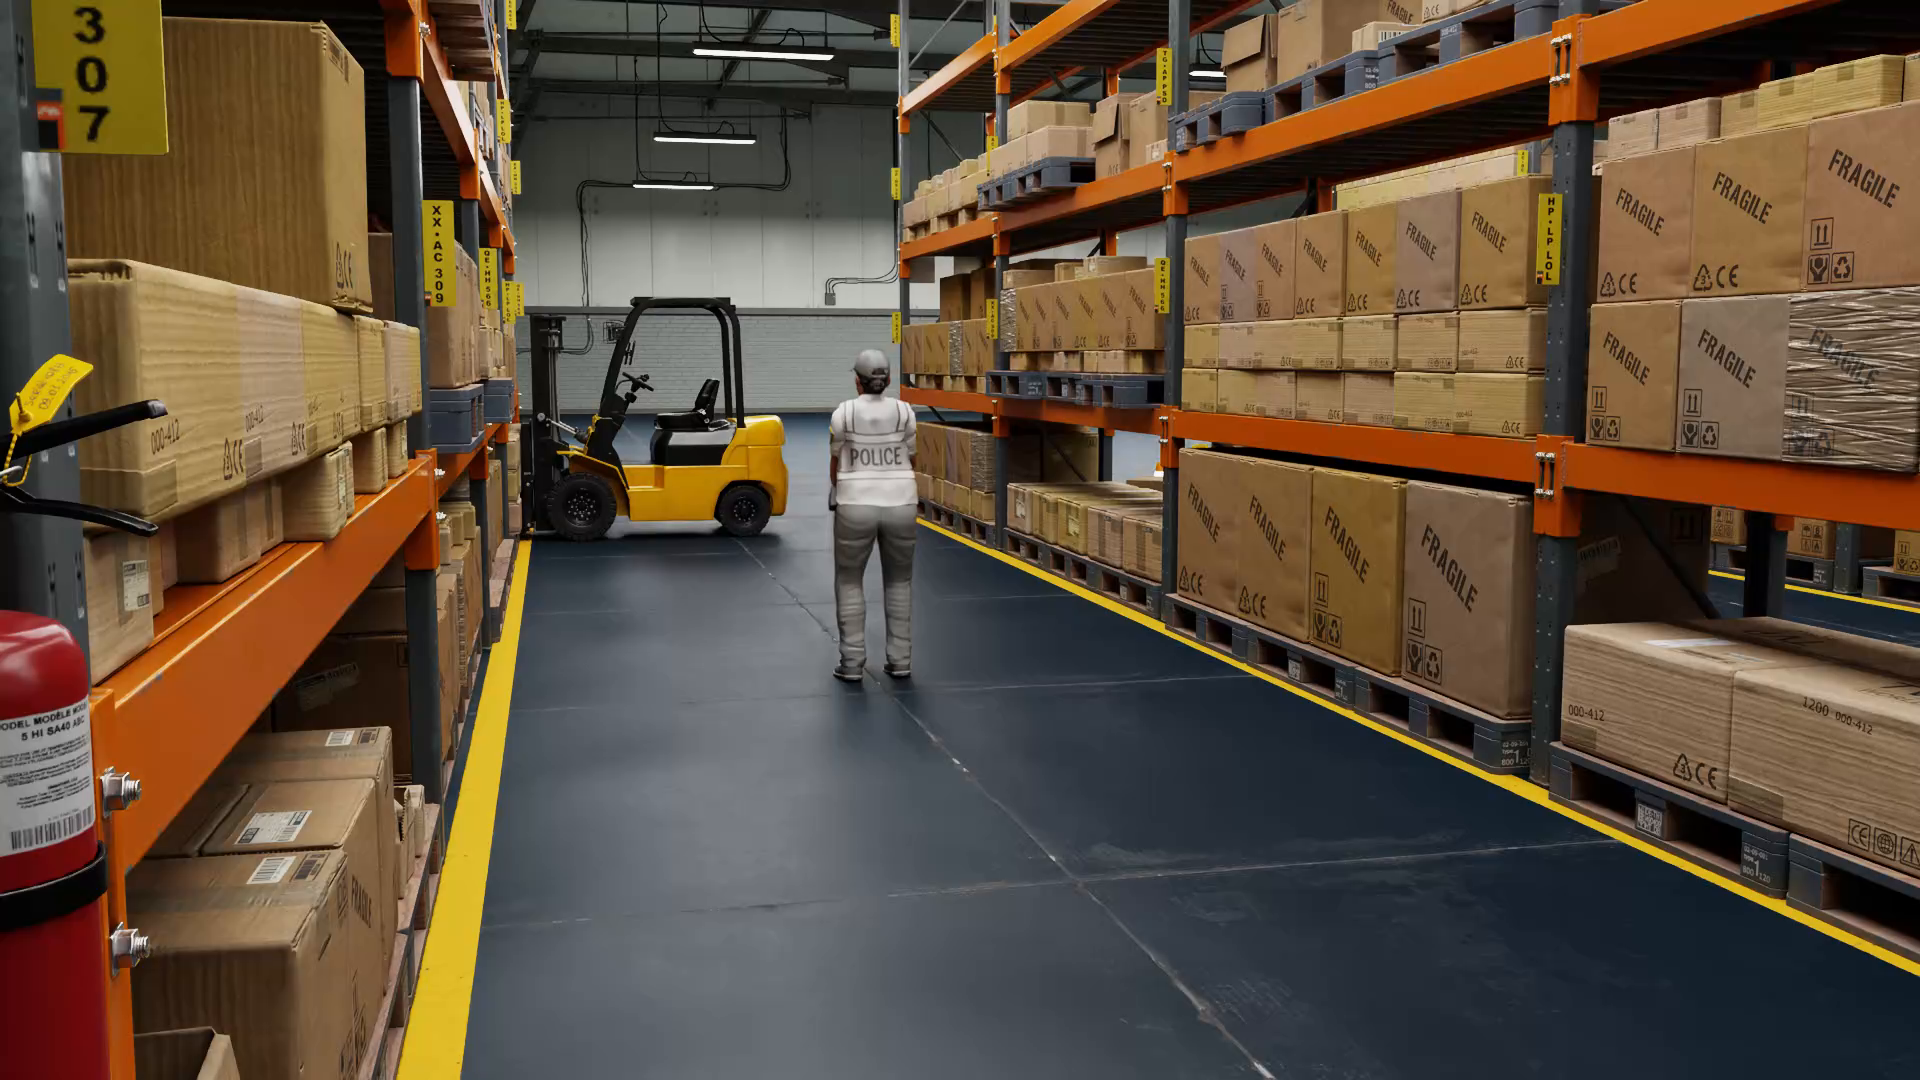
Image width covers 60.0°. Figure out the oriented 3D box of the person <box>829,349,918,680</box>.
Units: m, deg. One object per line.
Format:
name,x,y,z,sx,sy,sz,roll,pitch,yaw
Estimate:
person,-0.450,-0.131,8.420,0.454,1.659,0.520,-1,6,-13
